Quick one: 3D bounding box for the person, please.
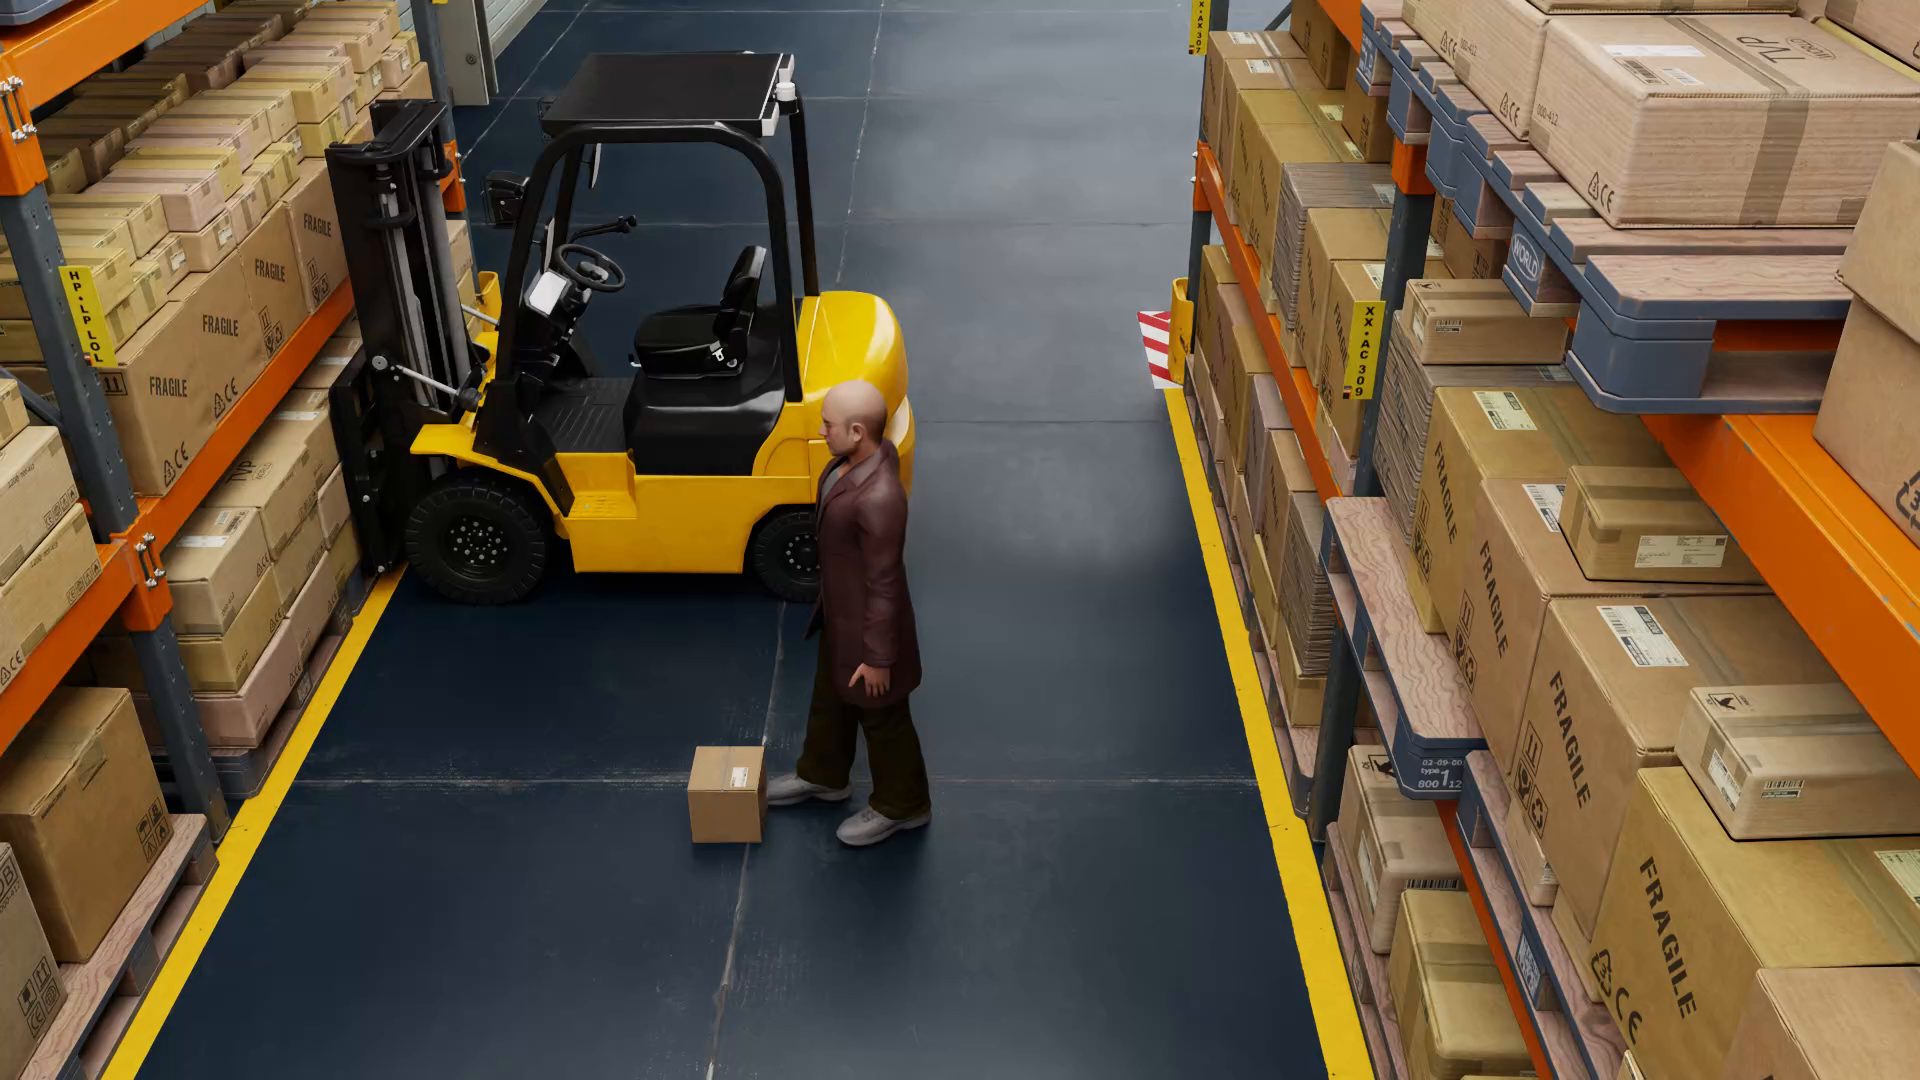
[{"bbox_3d":[-0.422,0.287,5.655,0.639,1.780,0.632,-6,32,-10],"label":"person"}]
